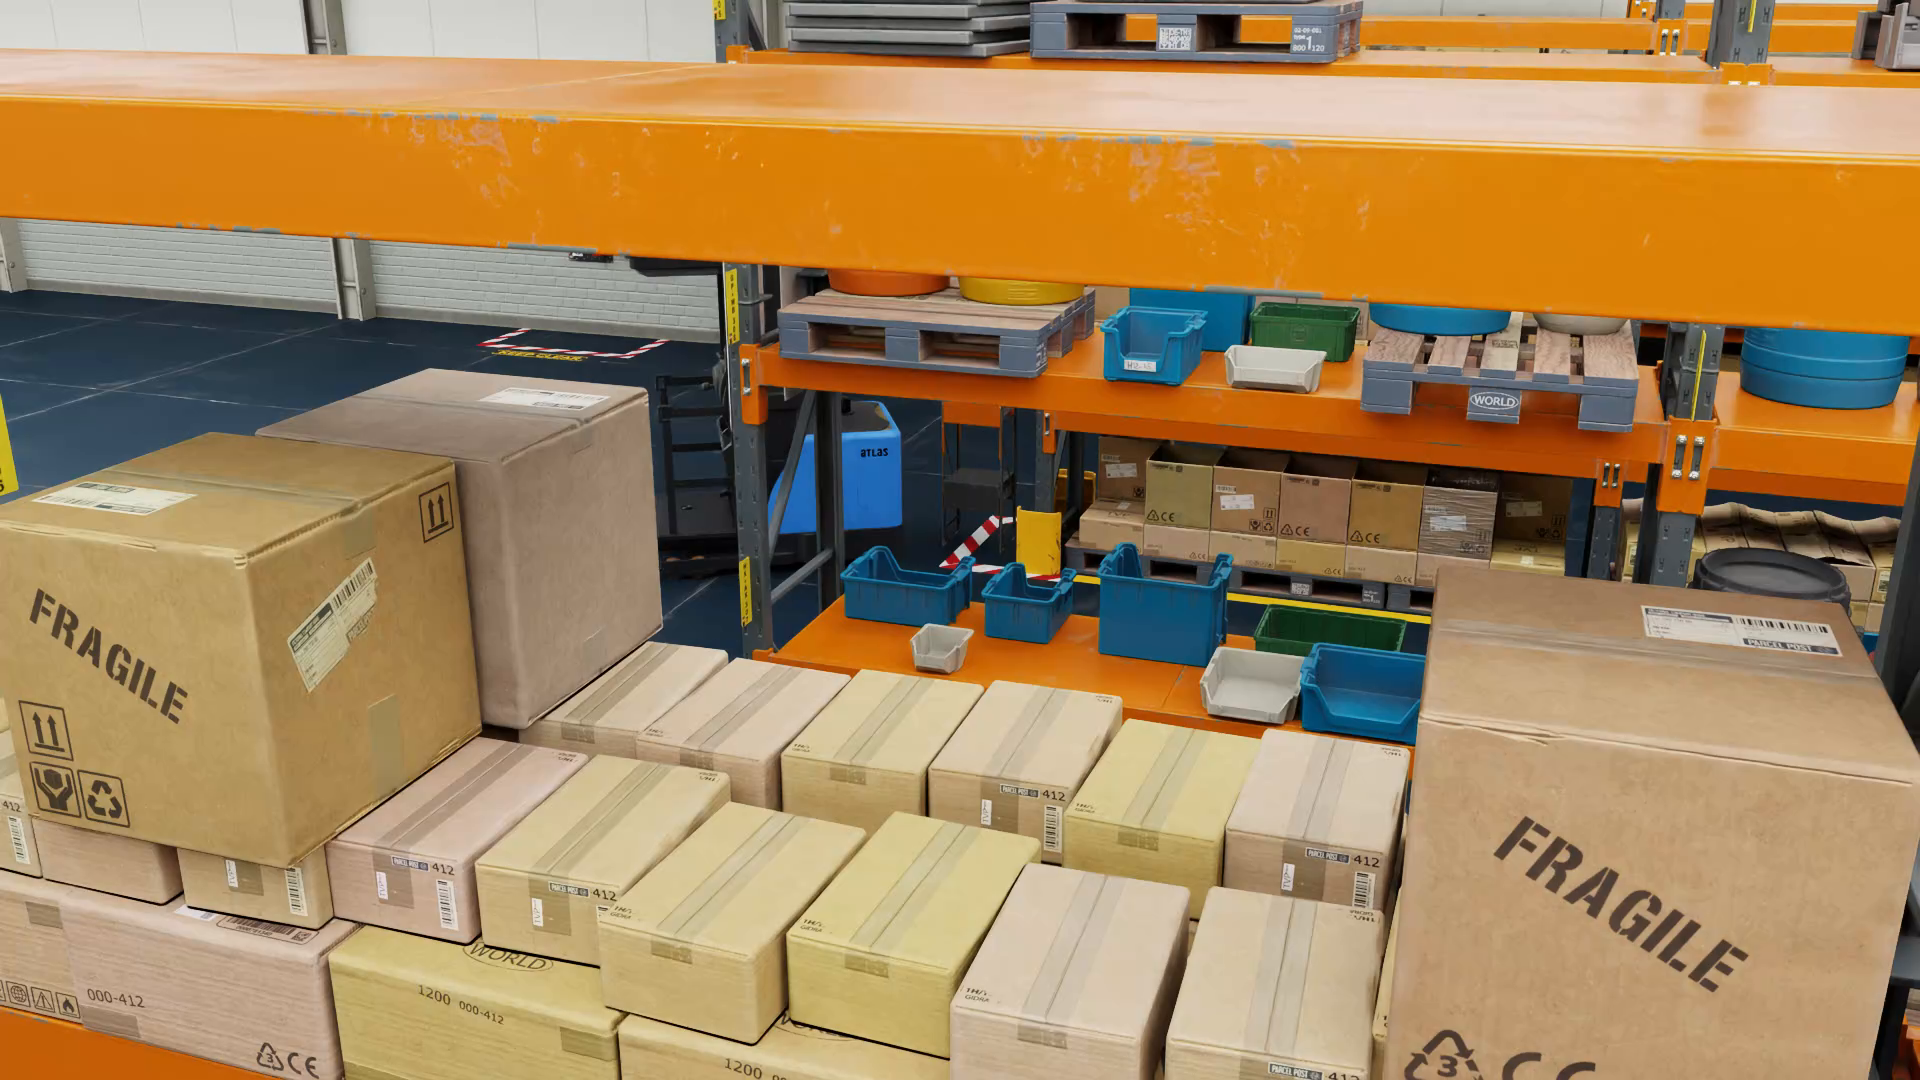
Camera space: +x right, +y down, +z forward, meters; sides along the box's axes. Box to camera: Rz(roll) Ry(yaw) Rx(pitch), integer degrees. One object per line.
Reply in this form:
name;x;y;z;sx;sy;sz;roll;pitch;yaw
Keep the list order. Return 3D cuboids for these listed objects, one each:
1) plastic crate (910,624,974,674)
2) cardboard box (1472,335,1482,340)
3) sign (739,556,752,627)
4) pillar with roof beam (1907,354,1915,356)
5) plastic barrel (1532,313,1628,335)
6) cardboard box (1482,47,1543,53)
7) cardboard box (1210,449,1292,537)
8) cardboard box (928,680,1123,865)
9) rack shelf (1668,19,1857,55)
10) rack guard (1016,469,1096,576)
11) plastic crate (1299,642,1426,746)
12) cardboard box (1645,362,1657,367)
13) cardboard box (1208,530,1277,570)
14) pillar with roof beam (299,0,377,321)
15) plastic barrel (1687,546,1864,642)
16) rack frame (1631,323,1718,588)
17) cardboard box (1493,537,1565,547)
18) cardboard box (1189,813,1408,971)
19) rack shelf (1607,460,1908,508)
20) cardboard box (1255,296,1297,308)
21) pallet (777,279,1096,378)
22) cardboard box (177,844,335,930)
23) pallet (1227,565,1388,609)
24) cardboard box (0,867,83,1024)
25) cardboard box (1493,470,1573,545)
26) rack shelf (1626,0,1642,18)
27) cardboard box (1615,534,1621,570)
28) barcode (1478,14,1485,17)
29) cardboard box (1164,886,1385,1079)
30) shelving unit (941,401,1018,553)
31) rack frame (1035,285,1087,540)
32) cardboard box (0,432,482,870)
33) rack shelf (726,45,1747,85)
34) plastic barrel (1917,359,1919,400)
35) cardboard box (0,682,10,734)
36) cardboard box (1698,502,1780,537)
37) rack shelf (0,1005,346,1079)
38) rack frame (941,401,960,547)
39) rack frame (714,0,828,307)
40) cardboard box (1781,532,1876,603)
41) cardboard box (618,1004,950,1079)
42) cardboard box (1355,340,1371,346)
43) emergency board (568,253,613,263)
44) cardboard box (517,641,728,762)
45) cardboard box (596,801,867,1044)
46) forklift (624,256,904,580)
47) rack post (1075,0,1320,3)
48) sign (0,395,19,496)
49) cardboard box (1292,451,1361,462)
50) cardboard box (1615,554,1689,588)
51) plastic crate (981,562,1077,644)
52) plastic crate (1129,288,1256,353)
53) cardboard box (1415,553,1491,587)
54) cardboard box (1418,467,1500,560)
plastic crate;-0.093;0.528;7.906;0.250;0.136;0.298;7;20;18
cardboard box;3.675;-1.661;11.662;0.500;0.500;0.700;6;20;18
sign;-1.018;0.246;7.892;0.005;0.325;0.100;7;20;18
pillar with roof beam;7.618;-3.914;11.132;0.400;9.000;9.100;7;20;18
plastic barrel;2.603;-1.137;6.915;0.421;0.512;0.421;0;19;0
cardboard box;5.110;-4.413;15.421;0.500;0.500;0.500;8;21;21
cardboard box;2.179;-0.357;12.443;0.500;0.500;0.500;7;20;18
cardboard box;0.122;0.401;2.933;0.250;0.149;0.380;6;20;17
rack shelf;6.464;-2.990;10.182;4.000;0.370;1.077;7;20;18
rack guard;0.773;-0.156;13.263;0.348;0.500;1.175;7;20;18
plastic crate;1.811;0.673;7.313;0.616;0.251;0.499;7;20;18
cardboard box;6.897;-1.395;16.150;0.500;0.500;0.700;7;20;20
cardboard box;2.175;0.001;12.556;0.500;0.250;0.500;7;20;18
pillar with roof beam;-9.385;-5.858;16.710;0.400;9.000;9.100;7;20;18
plastic barrel;3.211;0.538;6.715;0.708;0.901;0.600;7;20;18
rack frame;2.945;0.638;7.188;0.127;3.000;1.000;7;20;18
cardboard box;4.236;0.054;12.402;0.500;0.250;0.500;7;20;18
cardboard box;0.478;0.649;2.828;0.500;0.250;0.500;6;20;18
rack shelf;6.464;-0.346;11.104;4.000;0.370;1.077;7;20;18
cardboard box;2.258;-1.824;12.128;0.500;0.500;0.700;7;20;18
pallet;-0.084;-1.001;7.621;1.213;0.211;1.003;7;20;18
cardboard box;-1.057;0.465;2.750;0.250;0.149;0.380;6;20;16
pallet;2.681;0.185;12.724;1.213;0.211;1.003;7;20;18
cardboard box;-1.599;0.587;3.006;0.500;0.250;0.500;6;20;17
cardboard box;4.239;-0.303;12.288;0.500;0.500;0.500;7;20;18
rack shelf;4.307;-5.150;15.776;4.000;0.370;1.077;7;20;18
cardboard box;5.061;0.153;12.118;0.500;0.250;0.500;6;20;18
barcode;5.025;-5.039;16.033;0.075;0.075;0.001;7;20;18
cardboard box;0.430;0.642;2.243;0.250;0.149;0.380;5;20;15
shelving unit;0.156;-0.974;13.179;0.503;2.100;0.431;7;20;18
rack frame;0.796;-1.333;12.844;0.127;3.000;1.000;7;20;18
cardboard box;-1.145;0.150;2.667;0.500;0.500;0.500;6;20;18
rack shelf;1.056;-1.882;7.004;4.000;0.370;1.077;7;20;18
plastic barrel;4.115;-0.957;6.445;0.600;0.901;0.600;0;19;0
cardboard box;-1.782;0.361;3.048;0.250;0.149;0.380;6;20;17
cardboard box;5.545;-0.057;11.871;0.500;0.311;0.500;7;20;20
rack shelf;-0.569;0.886;3.014;4.000;0.370;1.077;7;20;18
rack frame;-0.074;-1.000;13.255;0.015;2.100;0.400;7;20;18
rack frame;-0.833;-2.627;7.440;0.127;3.000;1.000;7;20;18
cardboard box;5.844;0.167;11.227;0.500;0.311;0.500;6;20;16
cardboard box;-0.169;0.752;2.533;0.500;0.250;0.500;6;20;18
cardboard box;2.796;-1.383;11.849;0.250;0.149;0.380;7;20;20
emergency board;-4.626;-3.994;20.478;0.643;1.169;0.194;7;20;18
cardboard box;-0.624;0.332;3.131;0.250;0.149;0.380;5;20;15
cardboard box;-0.329;0.558;2.482;0.250;0.149;0.380;8;21;21
forklift;-2.008;-1.270;12.766;3.031;2.935;1.130;-4;20;-10
rack post;1.007;-2.391;6.880;0.954;0.300;0.937;6;20;17
sign;-2.257;-0.259;3.859;0.005;0.325;0.100;7;20;18
cardboard box;2.822;-0.464;12.751;0.500;0.500;0.500;7;20;18
cardboard box;4.874;0.319;11.642;0.500;0.250;0.500;6;20;17
plastic crate;0.349;0.309;8.357;0.408;0.251;0.499;7;20;18
plastic crate;1.067;-1.090;7.614;0.575;0.384;0.392;7;20;18
cardboard box;3.596;0.160;12.101;0.500;0.250;0.500;7;20;18
cardboard box;3.596;-0.195;11.979;0.500;0.500;0.500;7;20;18
